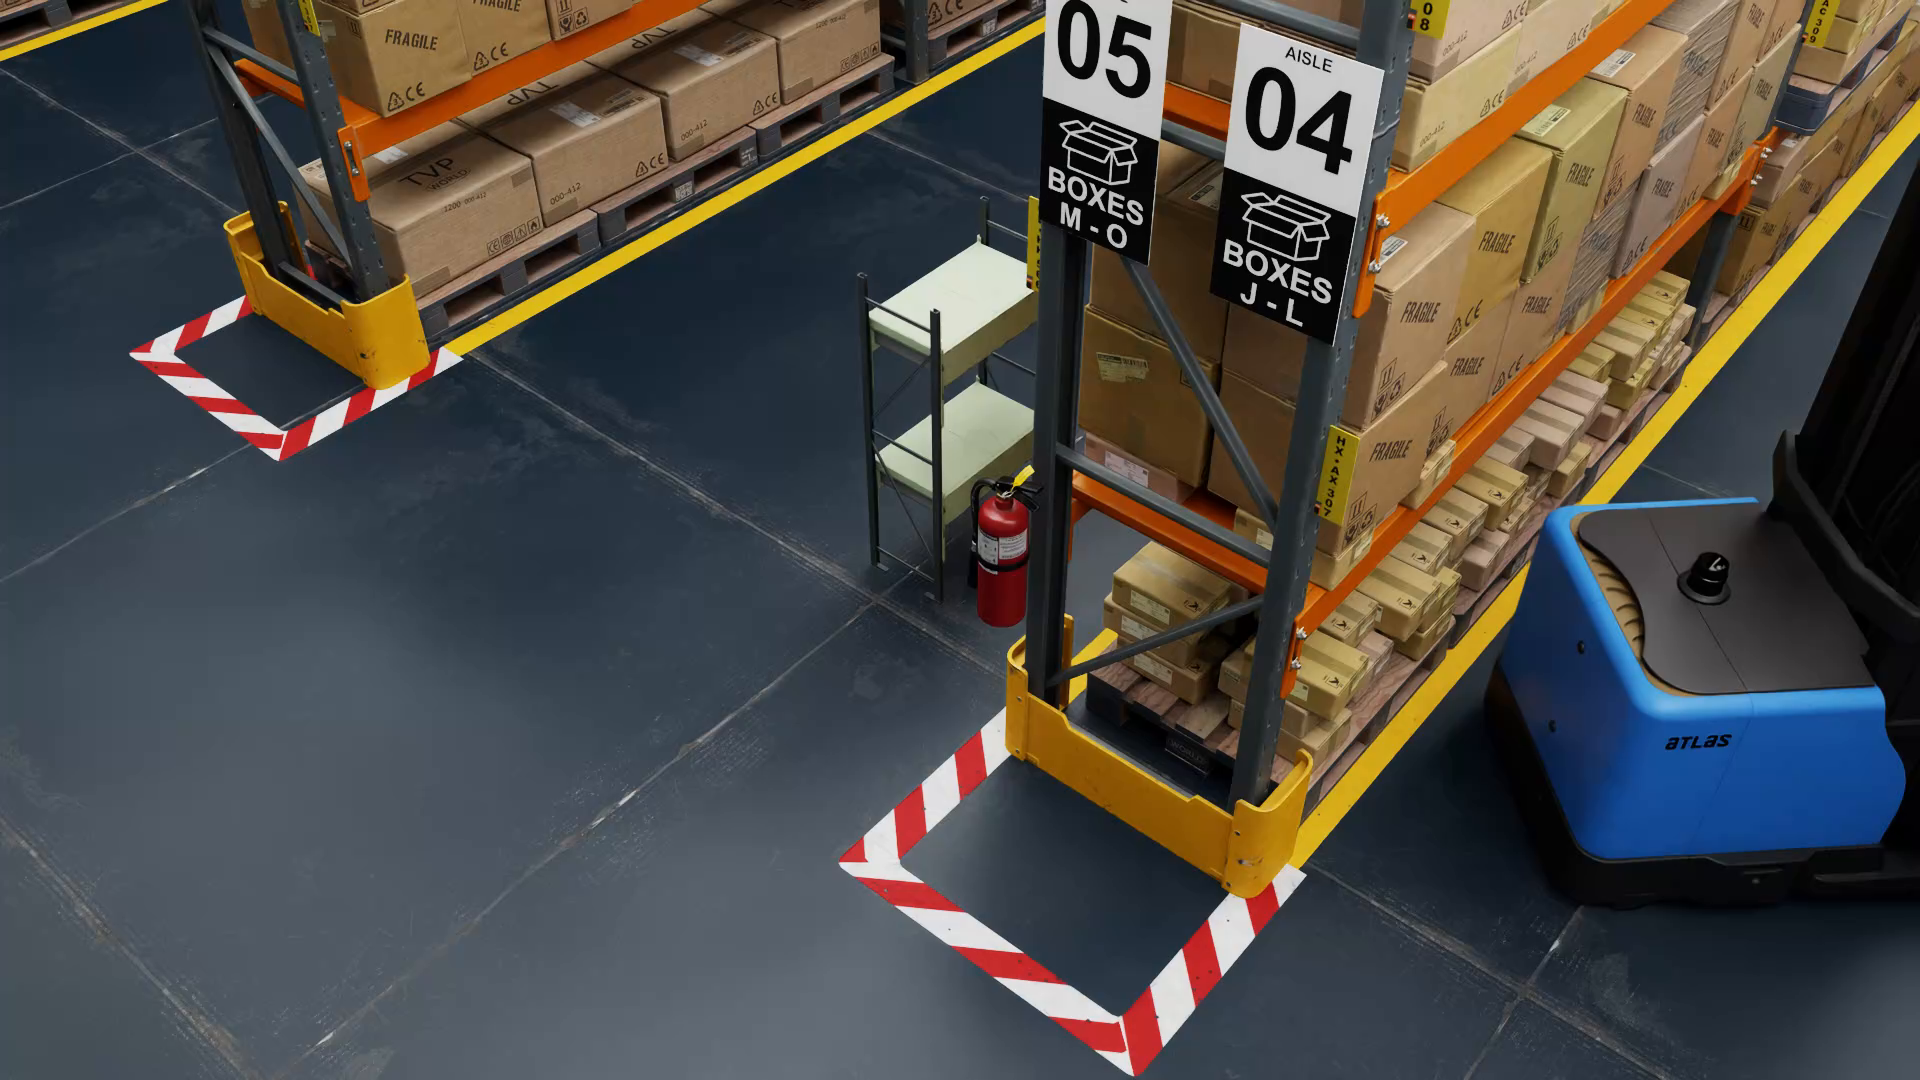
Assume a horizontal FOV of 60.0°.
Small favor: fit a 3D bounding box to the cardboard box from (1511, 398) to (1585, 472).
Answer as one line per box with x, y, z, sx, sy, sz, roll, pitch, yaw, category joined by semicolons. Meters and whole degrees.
2.420;-0.479;7.094;0.380;0.149;0.250;28;49;27;cardboard box

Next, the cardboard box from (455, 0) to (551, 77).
-2.362;-2.621;8.011;0.500;0.500;0.500;29;50;28;cardboard box

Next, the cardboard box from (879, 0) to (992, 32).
-0.283;-3.972;10.838;0.875;0.875;0.875;31;51;30;cardboard box

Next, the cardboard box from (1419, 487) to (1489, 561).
1.884;-0.112;6.690;0.380;0.149;0.250;32;51;30;cardboard box

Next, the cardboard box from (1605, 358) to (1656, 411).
2.950;-0.778;7.644;0.380;0.149;0.250;28;49;27;cardboard box

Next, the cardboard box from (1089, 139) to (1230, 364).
0.763;-0.958;5.218;0.500;0.500;0.500;28;49;28;cardboard box

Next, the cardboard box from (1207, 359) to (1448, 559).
1.159;-0.356;5.299;0.500;0.500;0.500;32;51;30;cardboard box

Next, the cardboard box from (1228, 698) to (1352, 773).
1.241;0.670;6.272;0.380;0.149;0.250;31;50;29;cardboard box

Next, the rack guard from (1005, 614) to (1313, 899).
0.708;0.788;6.194;1.175;0.500;0.348;29;50;28;rack guard

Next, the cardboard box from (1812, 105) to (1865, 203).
4.578;-2.202;9.171;0.500;0.500;0.500;30;50;29;cardboard box

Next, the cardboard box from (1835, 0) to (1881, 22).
3.839;-2.444;7.322;0.380;0.149;0.250;32;51;30;cardboard box

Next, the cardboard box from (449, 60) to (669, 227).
-2.264;-2.254;9.274;0.875;0.438;0.875;31;51;29;cardboard box

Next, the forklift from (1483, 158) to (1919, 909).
3.621;-0.159;5.428;3.031;2.935;1.130;-3;42;-3;forklift

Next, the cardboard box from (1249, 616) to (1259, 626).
1.162;0.165;6.828;0.380;0.149;0.250;29;50;28;cardboard box

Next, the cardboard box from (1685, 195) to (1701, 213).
2.929;-1.524;7.066;0.380;0.149;0.250;32;51;30;cardboard box

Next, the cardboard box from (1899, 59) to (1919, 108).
5.584;-2.996;10.043;0.500;0.500;0.500;29;50;28;cardboard box

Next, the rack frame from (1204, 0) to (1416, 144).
0.659;-2.317;3.292;1.000;3.000;0.127;29;50;28;rack frame

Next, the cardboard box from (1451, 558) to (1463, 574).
1.841;0.113;6.886;0.380;0.149;0.250;30;50;29;cardboard box

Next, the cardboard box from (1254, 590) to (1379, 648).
1.342;0.265;6.276;0.380;0.149;0.250;30;50;29;cardboard box

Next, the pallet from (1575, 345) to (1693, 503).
2.828;-0.765;8.116;1.003;0.211;1.213;29;50;28;pallet

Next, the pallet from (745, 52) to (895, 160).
-1.170;-2.859;10.420;1.003;0.211;1.213;29;50;28;pallet

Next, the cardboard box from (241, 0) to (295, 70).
-3.087;-2.589;7.975;0.500;0.500;0.500;30;50;29;cardboard box

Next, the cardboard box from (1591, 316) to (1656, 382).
2.915;-0.902;7.560;0.380;0.149;0.250;29;50;28;cardboard box

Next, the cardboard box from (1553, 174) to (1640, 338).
2.133;-1.155;6.177;0.500;0.500;0.500;28;49;27;cardboard box

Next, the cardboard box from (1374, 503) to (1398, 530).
1.251;-0.179;5.586;0.380;0.149;0.250;31;51;30;cardboard box

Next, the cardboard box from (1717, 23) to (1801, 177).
3.138;-1.933;7.033;0.500;0.500;0.500;30;50;28;cardboard box

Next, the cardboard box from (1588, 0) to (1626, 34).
1.808;-1.813;5.078;0.500;0.250;0.500;28;49;27;cardboard box

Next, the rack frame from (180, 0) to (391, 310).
-3.195;-2.189;7.610;1.000;3.000;0.127;29;50;28;rack frame

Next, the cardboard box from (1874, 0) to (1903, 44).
4.177;-2.496;7.822;0.380;0.149;0.250;30;50;29;cardboard box

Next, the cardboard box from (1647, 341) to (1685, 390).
3.242;-0.909;8.009;0.380;0.149;0.250;30;50;29;cardboard box

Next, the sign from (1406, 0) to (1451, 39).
1.075;-1.296;3.749;0.100;0.325;0.005;29;50;28;sign

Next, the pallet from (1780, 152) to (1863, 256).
4.518;-2.158;9.649;1.003;0.211;1.213;29;50;28;pallet

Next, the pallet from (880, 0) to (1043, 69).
-0.181;-3.647;11.286;1.003;0.211;1.213;29;50;28;pallet

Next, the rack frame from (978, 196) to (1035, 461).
0.240;-0.747;7.139;0.400;1.500;0.023;29;50;28;rack frame

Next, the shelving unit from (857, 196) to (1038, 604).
0.004;-0.558;6.932;0.431;1.500;0.755;29;50;28;shelving unit

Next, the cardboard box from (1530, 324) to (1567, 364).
2.083;-0.855;6.330;0.380;0.149;0.250;31;51;30;cardboard box

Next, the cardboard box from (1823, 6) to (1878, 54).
3.839;-2.334;7.423;0.380;0.149;0.250;30;50;29;cardboard box

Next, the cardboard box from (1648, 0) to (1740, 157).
2.469;-1.789;6.132;0.500;0.500;0.500;31;51;29;cardboard box

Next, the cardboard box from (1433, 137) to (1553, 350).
1.471;-0.994;5.257;0.500;0.500;0.500;31;51;30;cardboard box

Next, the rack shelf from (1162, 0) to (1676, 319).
1.946;-1.971;5.676;1.077;0.370;4.000;29;50;28;rack shelf

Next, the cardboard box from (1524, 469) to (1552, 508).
2.356;-0.270;7.307;0.380;0.149;0.250;30;50;29;cardboard box

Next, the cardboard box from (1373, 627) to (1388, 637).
1.502;0.252;6.511;0.380;0.149;0.250;30;50;29;cardboard box

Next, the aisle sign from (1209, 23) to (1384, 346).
0.842;-0.892;4.251;0.394;0.787;0.004;29;50;28;aisle sign

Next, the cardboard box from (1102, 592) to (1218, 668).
0.780;0.296;6.463;0.380;0.149;0.250;28;49;27;cardboard box

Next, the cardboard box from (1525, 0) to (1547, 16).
1.476;-1.720;4.604;0.500;0.250;0.500;29;50;28;cardboard box

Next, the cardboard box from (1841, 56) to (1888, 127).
4.584;-2.467;8.905;0.500;0.250;0.500;31;51;30;cardboard box

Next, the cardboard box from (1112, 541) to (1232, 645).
0.806;0.199;6.348;0.380;0.149;0.250;30;50;29;cardboard box

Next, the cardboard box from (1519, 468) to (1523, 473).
2.173;-0.303;7.122;0.380;0.149;0.250;32;51;30;cardboard box
